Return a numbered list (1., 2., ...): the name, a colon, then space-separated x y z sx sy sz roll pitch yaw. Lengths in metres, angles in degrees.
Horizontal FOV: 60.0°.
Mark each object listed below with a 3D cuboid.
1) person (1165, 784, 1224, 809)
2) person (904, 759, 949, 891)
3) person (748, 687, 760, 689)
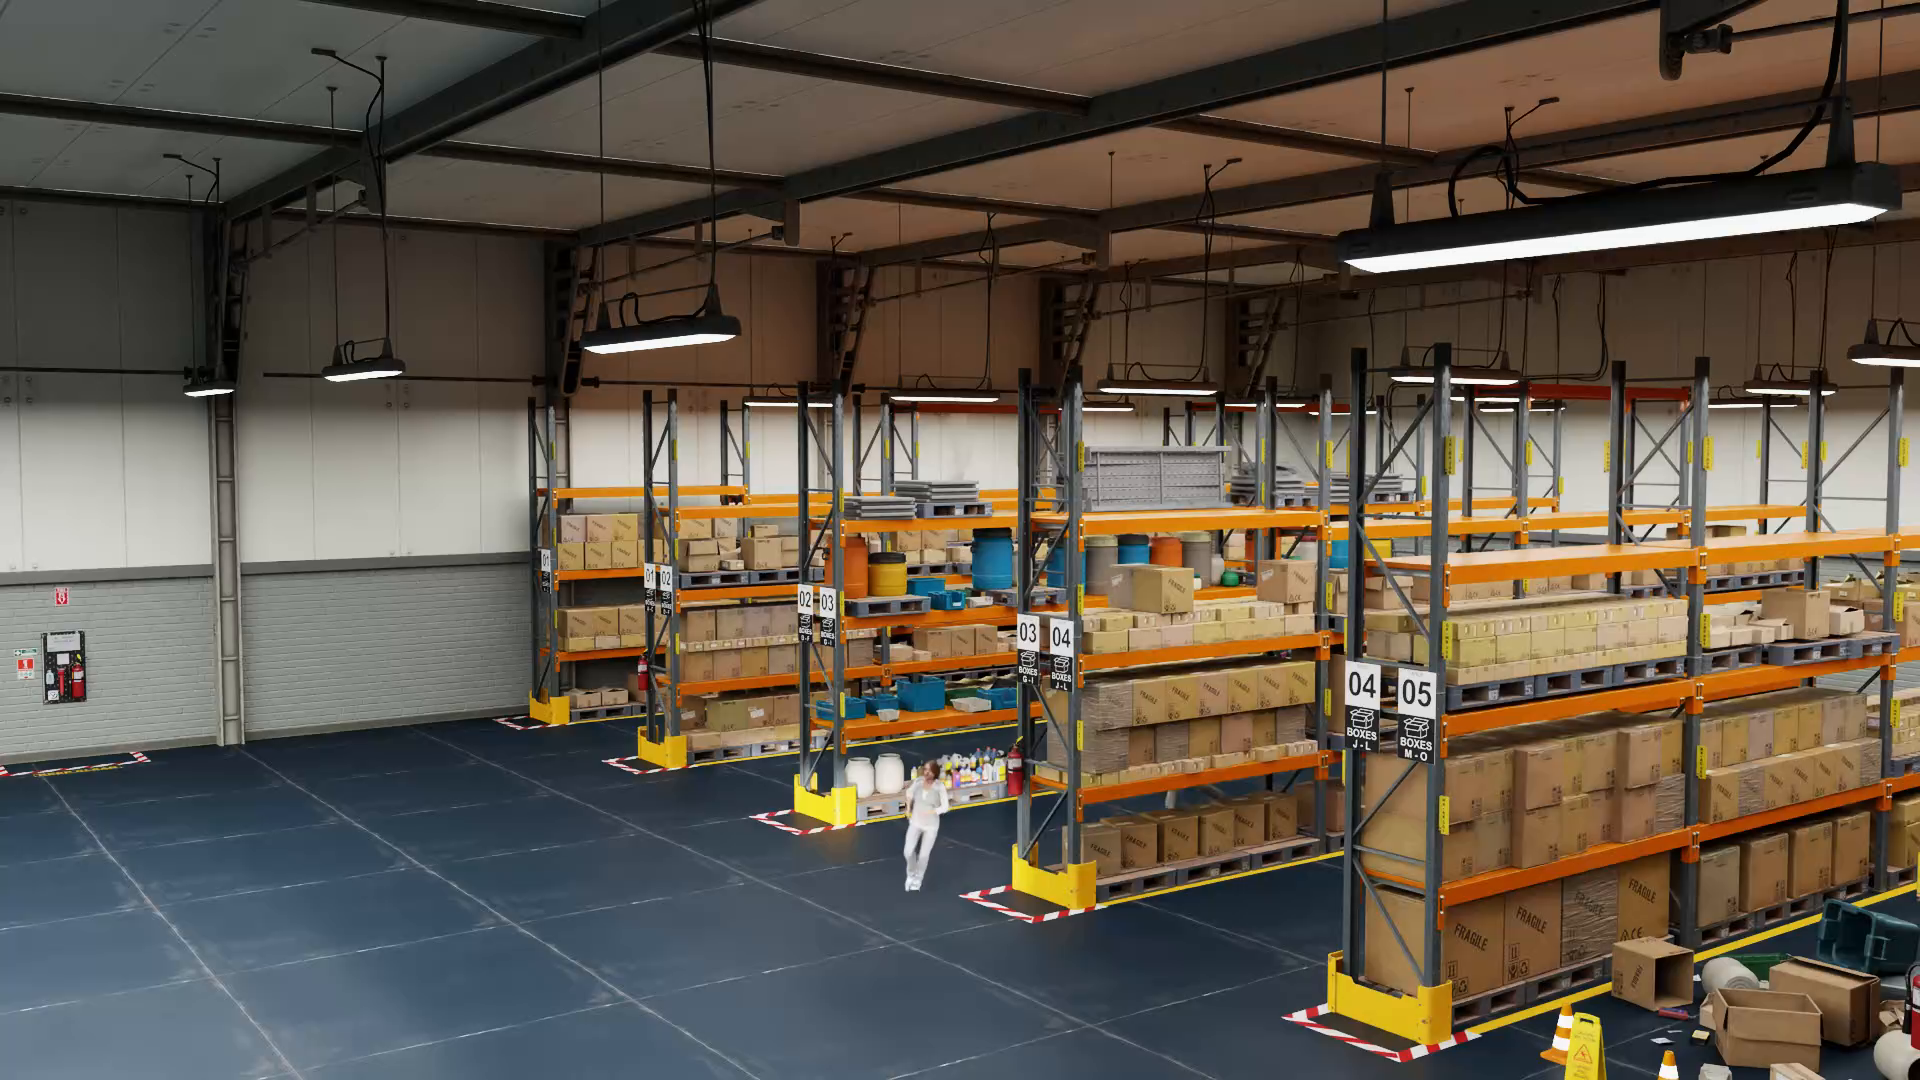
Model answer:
1. person: 3.114 2.967 22.370 1.107 1.782 0.662 -3 4 -38
2. person: -0.381 3.266 18.936 0.534 1.530 0.557 1 3 12
3. person: -3.731 2.585 29.867 0.655 1.645 0.549 -3 4 -41
